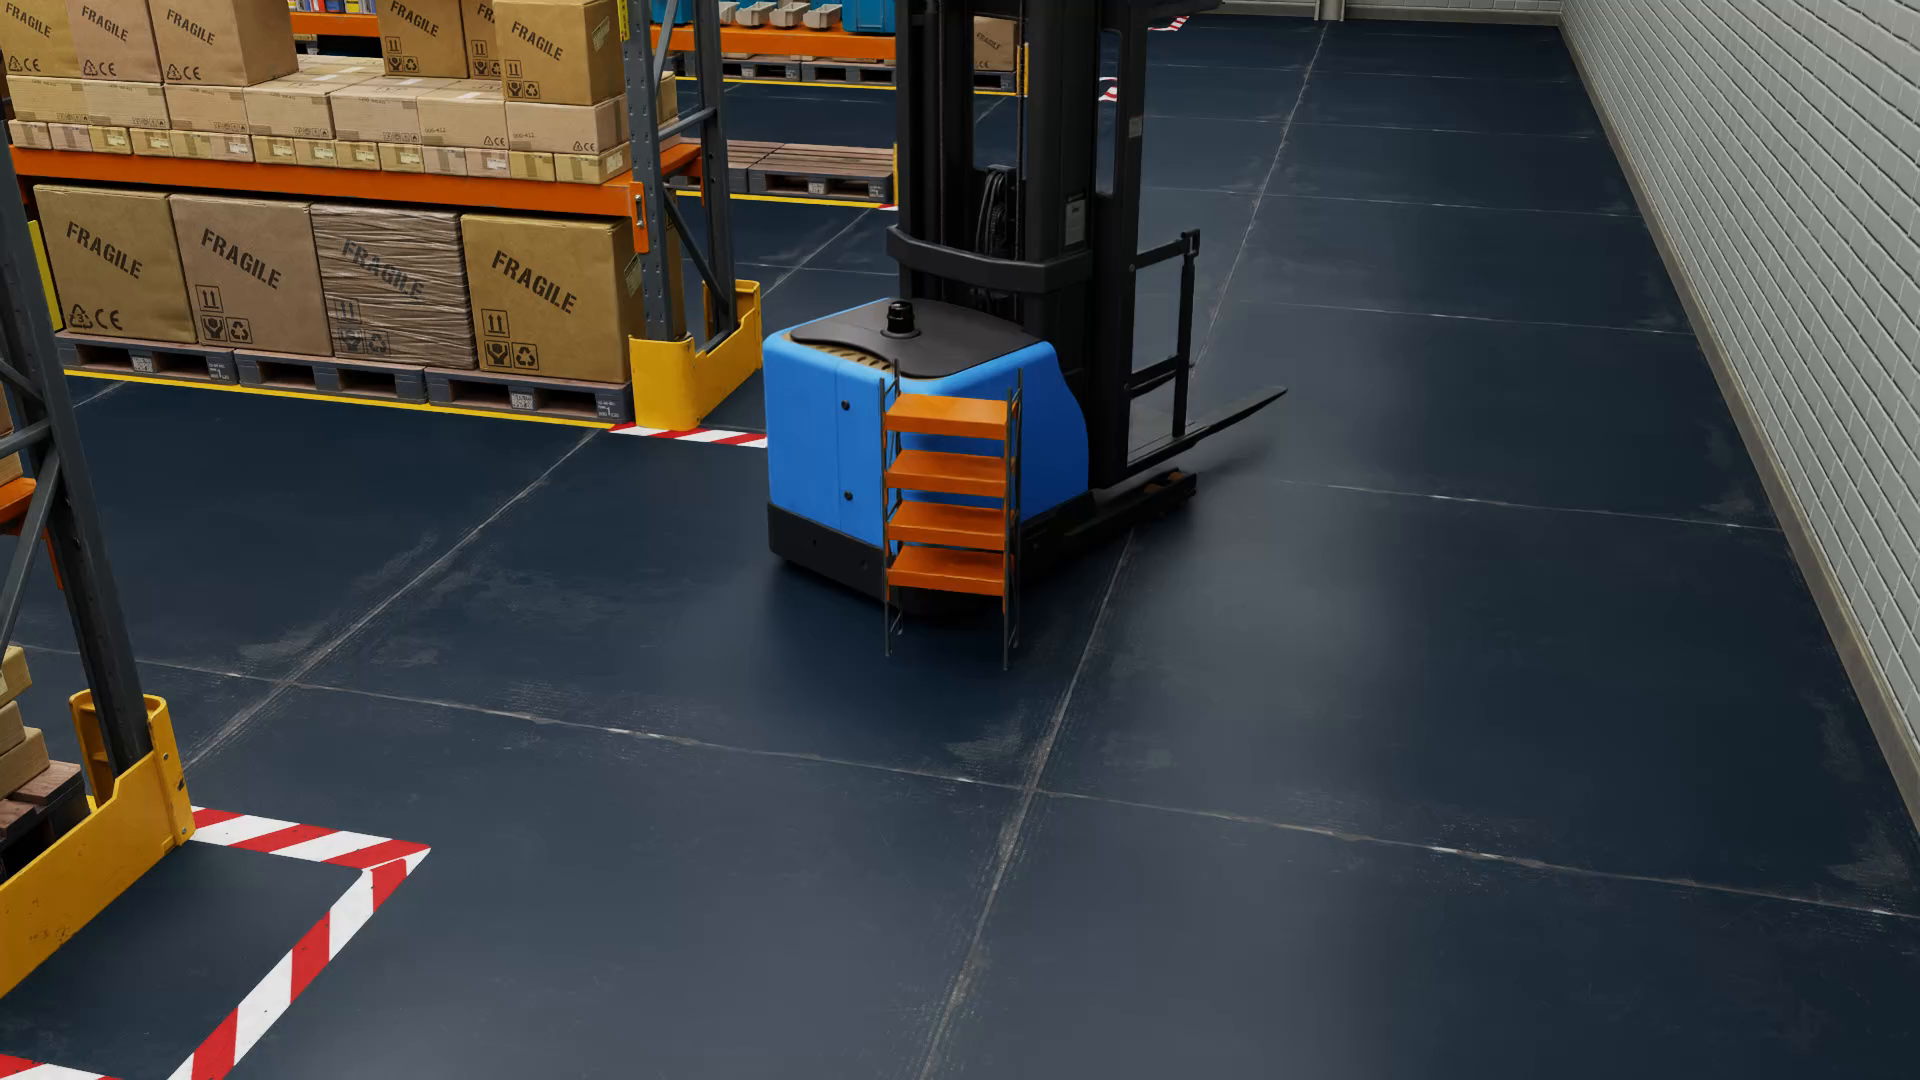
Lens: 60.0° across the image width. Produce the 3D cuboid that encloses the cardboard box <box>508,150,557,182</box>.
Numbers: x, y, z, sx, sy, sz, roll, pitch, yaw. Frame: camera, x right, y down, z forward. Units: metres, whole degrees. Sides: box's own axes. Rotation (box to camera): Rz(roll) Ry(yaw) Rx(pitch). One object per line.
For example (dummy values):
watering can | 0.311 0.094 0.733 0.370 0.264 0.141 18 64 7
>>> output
cardboard box | -2.174 -2.013 8.782 0.250 0.149 0.380 7 26 14

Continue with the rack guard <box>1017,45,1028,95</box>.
rack guard | 0.902 -5.202 18.095 0.348 0.500 1.175 6 26 13

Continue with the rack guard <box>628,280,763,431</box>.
rack guard | -1.472 -1.067 9.410 0.348 0.500 1.175 6 26 13

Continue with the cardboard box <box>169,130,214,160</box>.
cardboard box | -4.153 -2.232 9.242 0.250 0.149 0.380 6 26 12

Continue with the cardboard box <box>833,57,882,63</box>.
cardboard box | -1.077 -5.623 18.464 0.637 0.503 0.797 6 26 13

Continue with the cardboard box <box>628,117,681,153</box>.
cardboard box | -1.756 -2.261 9.301 0.250 0.149 0.380 7 26 14

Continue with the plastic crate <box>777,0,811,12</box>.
plastic crate | -1.365 -4.474 13.894 0.298 0.136 0.250 6 26 13

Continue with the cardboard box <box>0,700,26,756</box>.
cardboard box | -3.271 0.656 5.365 0.250 0.149 0.380 7 26 15

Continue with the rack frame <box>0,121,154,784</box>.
rack frame | -2.828 -0.144 4.564 0.127 3.000 1.000 6 26 13

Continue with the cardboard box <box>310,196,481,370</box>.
cardboard box | -3.016 -1.561 9.524 0.875 0.875 0.875 6 26 13

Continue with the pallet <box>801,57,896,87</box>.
pallet | -1.048 -5.288 18.611 1.213 0.211 1.003 6 26 13

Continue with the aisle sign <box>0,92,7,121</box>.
aisle sign | -2.683 -1.435 4.251 0.004 0.787 0.394 6 26 13

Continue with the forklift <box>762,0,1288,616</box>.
forklift | 0.502 -1.555 7.607 1.130 2.935 3.031 21 33 37

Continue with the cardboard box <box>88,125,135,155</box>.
cardboard box | -4.655 -2.287 9.357 0.250 0.149 0.380 7 26 15

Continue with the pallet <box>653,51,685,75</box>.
pallet | -3.695 -5.563 19.189 1.213 0.211 1.003 6 26 13

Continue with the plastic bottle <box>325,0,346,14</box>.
plastic bottle | -5.286 -4.649 14.082 0.185 0.351 0.144 6 26 13

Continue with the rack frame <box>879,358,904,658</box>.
rack frame | -0.269 -0.114 6.593 0.015 1.200 0.240 5 26 11

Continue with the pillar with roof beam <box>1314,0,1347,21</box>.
pillar with roof beam | 3.964 -9.373 16.968 0.400 9.000 9.100 6 26 13

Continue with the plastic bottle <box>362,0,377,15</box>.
plastic bottle | -4.951 -4.580 14.024 0.135 0.276 0.152 6 26 13

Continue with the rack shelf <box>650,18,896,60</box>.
rack shelf | -2.198 -4.150 13.814 4.000 0.370 1.077 6 26 13

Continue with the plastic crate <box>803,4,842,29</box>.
plastic crate | -1.096 -4.181 13.278 0.243 0.136 0.396 6 26 13

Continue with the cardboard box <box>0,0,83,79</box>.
cardboard box | -4.969 -2.874 9.254 0.500 0.500 0.500 6 26 13

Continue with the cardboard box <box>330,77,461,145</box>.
cardboard box | -3.014 -2.315 8.952 0.500 0.250 0.500 5 26 11

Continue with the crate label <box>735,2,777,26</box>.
crate label | -1.649 -4.237 13.397 0.243 0.136 0.396 6 26 13

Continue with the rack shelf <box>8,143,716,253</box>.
rack shelf | -3.432 -2.088 9.483 4.000 0.370 1.077 6 26 13

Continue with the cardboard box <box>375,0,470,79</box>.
cardboard box | -2.880 -2.874 9.253 0.500 0.500 0.500 6 26 12

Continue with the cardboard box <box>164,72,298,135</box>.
cardboard box | -3.995 -2.426 9.184 0.500 0.250 0.500 7 26 14

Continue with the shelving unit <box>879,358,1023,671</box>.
shelving unit | -0.031 -0.091 6.545 0.503 1.200 0.258 5 26 11

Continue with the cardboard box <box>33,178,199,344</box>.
cardboard box | -4.750 -1.753 9.926 0.875 0.875 0.875 6 26 13

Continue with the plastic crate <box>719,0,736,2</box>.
plastic crate | -1.984 -4.549 13.940 0.300 0.233 0.416 6 26 13

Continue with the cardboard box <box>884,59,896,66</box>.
cardboard box | -0.525 -5.349 18.183 0.500 0.250 0.500 6 26 13

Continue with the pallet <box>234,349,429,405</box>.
pallet | -3.467 -1.124 9.865 1.213 0.211 1.003 6 26 13

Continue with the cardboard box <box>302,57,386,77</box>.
cardboard box | -3.390 -2.591 9.531 0.500 0.250 0.500 6 26 12

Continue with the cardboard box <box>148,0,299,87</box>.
cardboard box | -3.989 -2.765 9.023 0.500 0.500 0.500 5 26 11

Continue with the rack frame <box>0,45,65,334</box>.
rack frame | -5.369 -2.627 9.778 0.127 3.000 1.000 6 26 13

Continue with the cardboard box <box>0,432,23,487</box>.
cardboard box | -3.060 -0.202 4.977 0.250 0.149 0.380 6 26 13

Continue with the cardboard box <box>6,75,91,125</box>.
cardboard box | -4.979 -2.534 9.412 0.500 0.250 0.500 6 26 12

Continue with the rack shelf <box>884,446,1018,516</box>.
rack shelf | -0.031 -0.232 6.478 0.480 0.148 0.258 5 26 11

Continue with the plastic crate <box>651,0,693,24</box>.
plastic crate | -2.314 -4.325 13.470 0.300 0.233 0.416 6 26 13

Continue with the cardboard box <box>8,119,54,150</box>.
cardboard box | -5.165 -2.343 9.475 0.250 0.149 0.380 6 26 13

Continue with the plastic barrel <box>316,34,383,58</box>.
plastic barrel | -5.344 -4.072 14.766 0.708 0.901 0.600 6 26 13

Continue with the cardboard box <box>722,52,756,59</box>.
cardboard box | -2.545 -5.600 18.639 0.500 0.311 0.500 6 26 13

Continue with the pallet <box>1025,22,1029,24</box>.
pallet | 1.412 -7.179 22.584 1.213 0.211 1.003 6 26 13

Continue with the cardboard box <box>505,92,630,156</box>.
cardboard box | -2.030 -2.207 8.724 0.500 0.250 0.500 6 26 12

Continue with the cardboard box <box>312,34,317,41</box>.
cardboard box | -7.342 -6.082 19.745 0.500 0.250 0.500 7 26 14

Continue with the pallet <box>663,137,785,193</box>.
pallet | -2.228 -3.237 14.305 1.213 0.211 1.003 6 26 13

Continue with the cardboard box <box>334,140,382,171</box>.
cardboard box | -3.163 -2.122 9.011 0.250 0.149 0.380 6 26 13

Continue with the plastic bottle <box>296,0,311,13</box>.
plastic bottle | -5.570 -4.648 14.167 0.135 0.276 0.152 6 26 13

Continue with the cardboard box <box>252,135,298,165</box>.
cardboard box | -3.655 -2.177 9.125 0.250 0.149 0.380 6 26 11

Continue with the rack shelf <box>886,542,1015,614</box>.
rack shelf | -0.031 0.149 6.659 0.480 0.148 0.258 5 26 11

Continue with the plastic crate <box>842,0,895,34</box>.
plastic crate | -0.632 -4.262 13.101 0.499 0.435 0.616 6 26 13

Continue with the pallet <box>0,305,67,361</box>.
pallet | -6.135 -1.419 10.485 1.213 0.211 1.003 6 26 13

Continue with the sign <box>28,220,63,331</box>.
sign | -2.693 -0.761 4.852 0.005 0.325 0.100 6 26 13

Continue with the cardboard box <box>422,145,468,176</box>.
cardboard box | -2.659 -2.068 8.896 0.250 0.149 0.380 7 26 14

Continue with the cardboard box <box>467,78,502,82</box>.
cardboard box | -2.398 -2.482 9.302 0.500 0.250 0.500 6 26 12

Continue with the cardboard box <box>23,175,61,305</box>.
cardboard box | -5.994 -1.917 10.271 0.875 0.875 1.225 6 26 13
